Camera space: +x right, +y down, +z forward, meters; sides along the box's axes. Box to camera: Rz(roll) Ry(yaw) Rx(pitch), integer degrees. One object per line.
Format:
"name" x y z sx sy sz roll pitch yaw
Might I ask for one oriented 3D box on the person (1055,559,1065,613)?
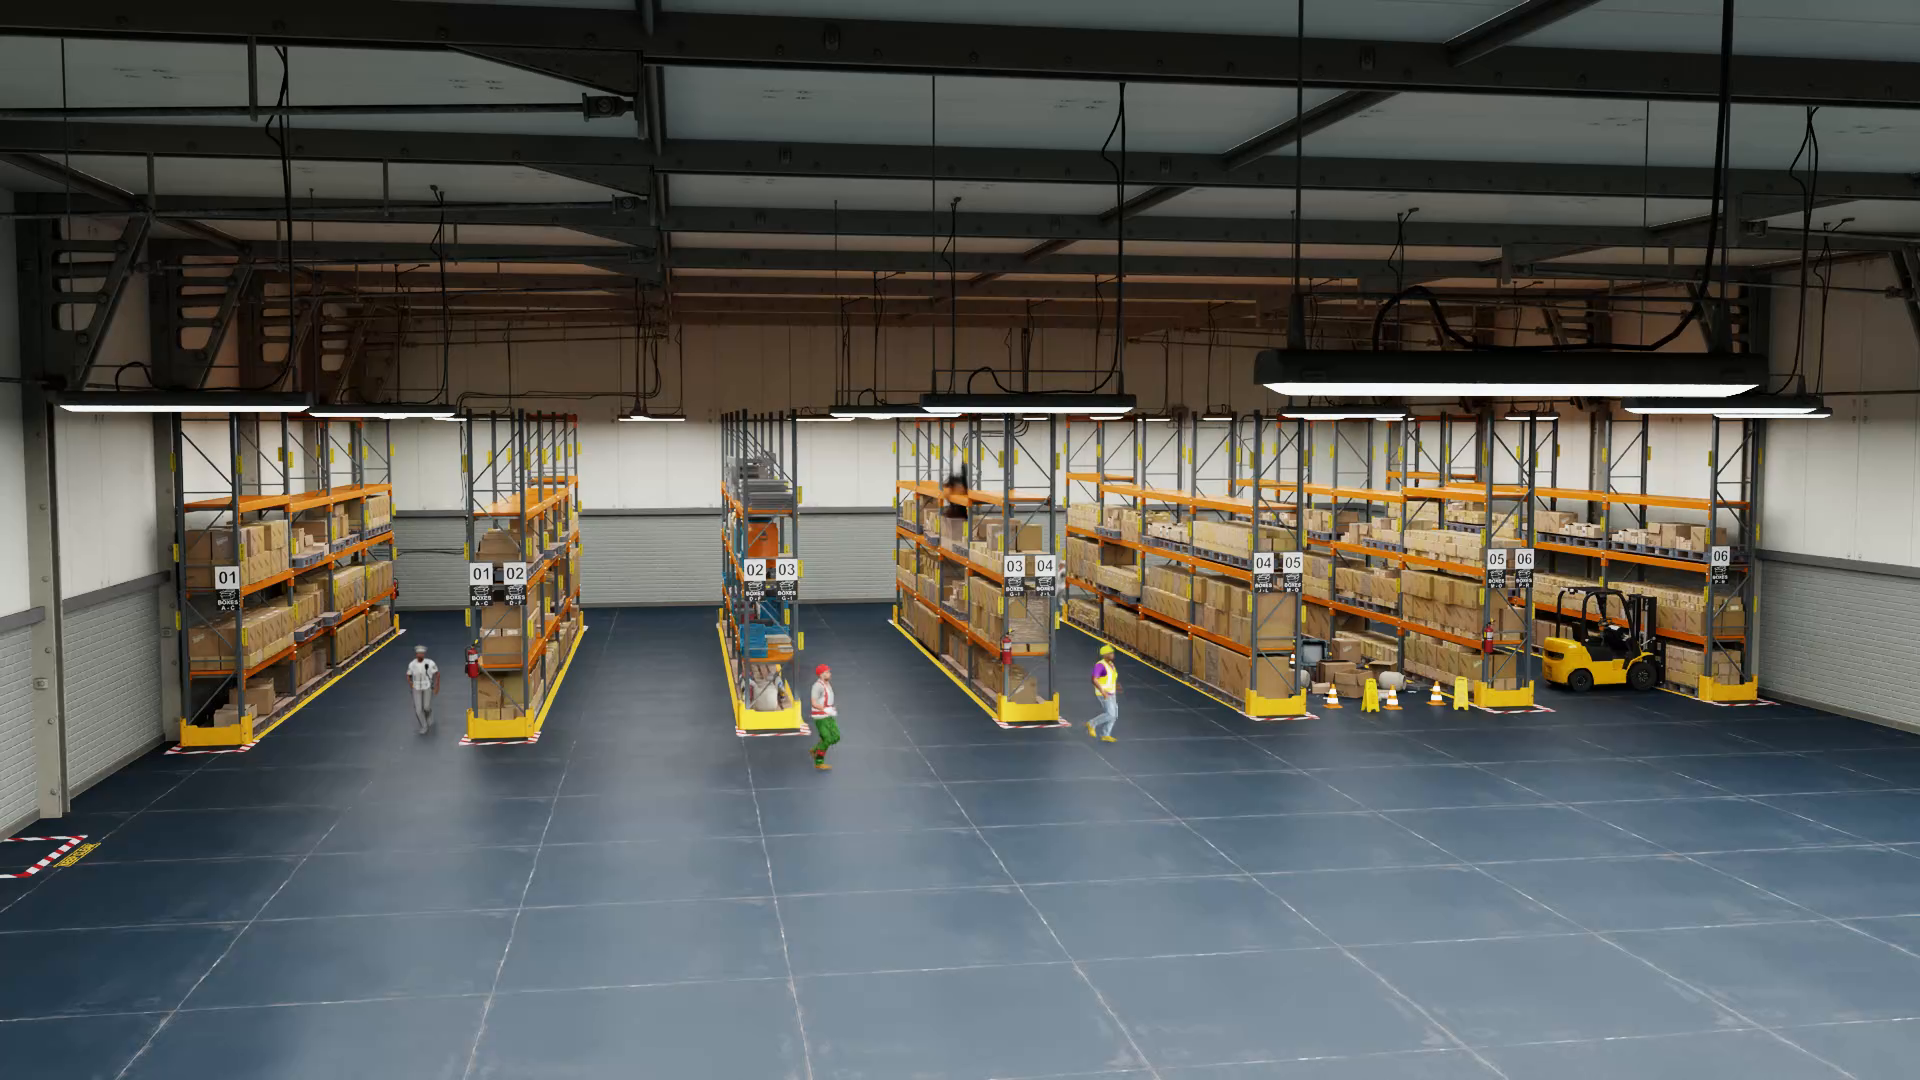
"person" 2.945 1.409 49.854 0.695 1.730 0.782 0 4 2

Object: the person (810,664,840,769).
"person" -2.259 2.925 27.528 0.586 1.745 0.661 1 4 17

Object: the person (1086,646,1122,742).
"person" 2.598 2.768 30.053 0.577 1.737 0.719 2 4 25

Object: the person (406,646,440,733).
"person" -9.968 2.766 30.814 0.584 1.645 0.567 0 4 -7
